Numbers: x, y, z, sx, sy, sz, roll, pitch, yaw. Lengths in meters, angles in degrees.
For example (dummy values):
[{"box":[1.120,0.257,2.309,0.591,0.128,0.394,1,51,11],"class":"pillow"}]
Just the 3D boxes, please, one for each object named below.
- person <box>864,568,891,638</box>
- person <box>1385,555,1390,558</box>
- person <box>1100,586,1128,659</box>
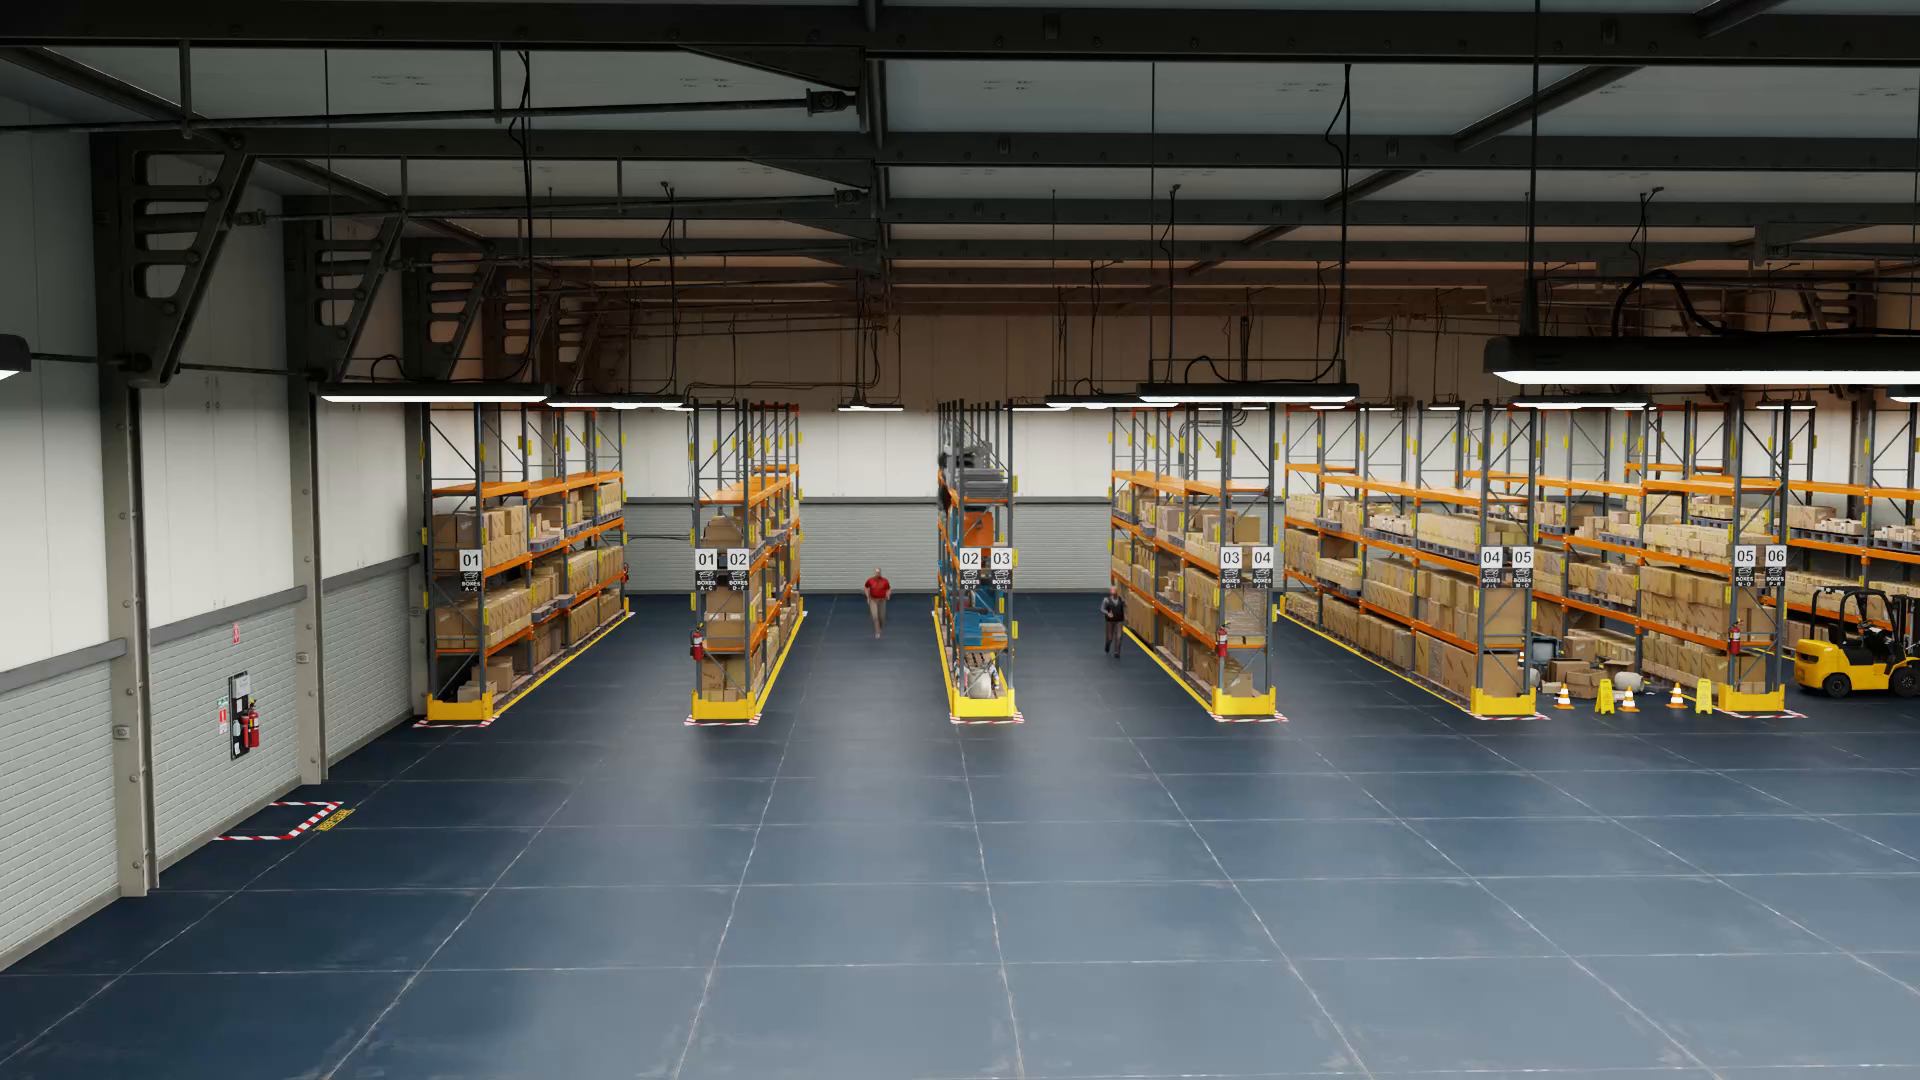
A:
[{"box":[-2.018,1.534,40.674,0.648,1.712,0.780,-1,4,-7],"class":"person"},{"box":[11.930,1.324,46.244,0.727,1.827,1.002,-2,5,-24],"class":"person"},{"box":[3.629,1.920,39.031,0.669,1.681,0.760,-1,4,-7],"class":"person"}]
